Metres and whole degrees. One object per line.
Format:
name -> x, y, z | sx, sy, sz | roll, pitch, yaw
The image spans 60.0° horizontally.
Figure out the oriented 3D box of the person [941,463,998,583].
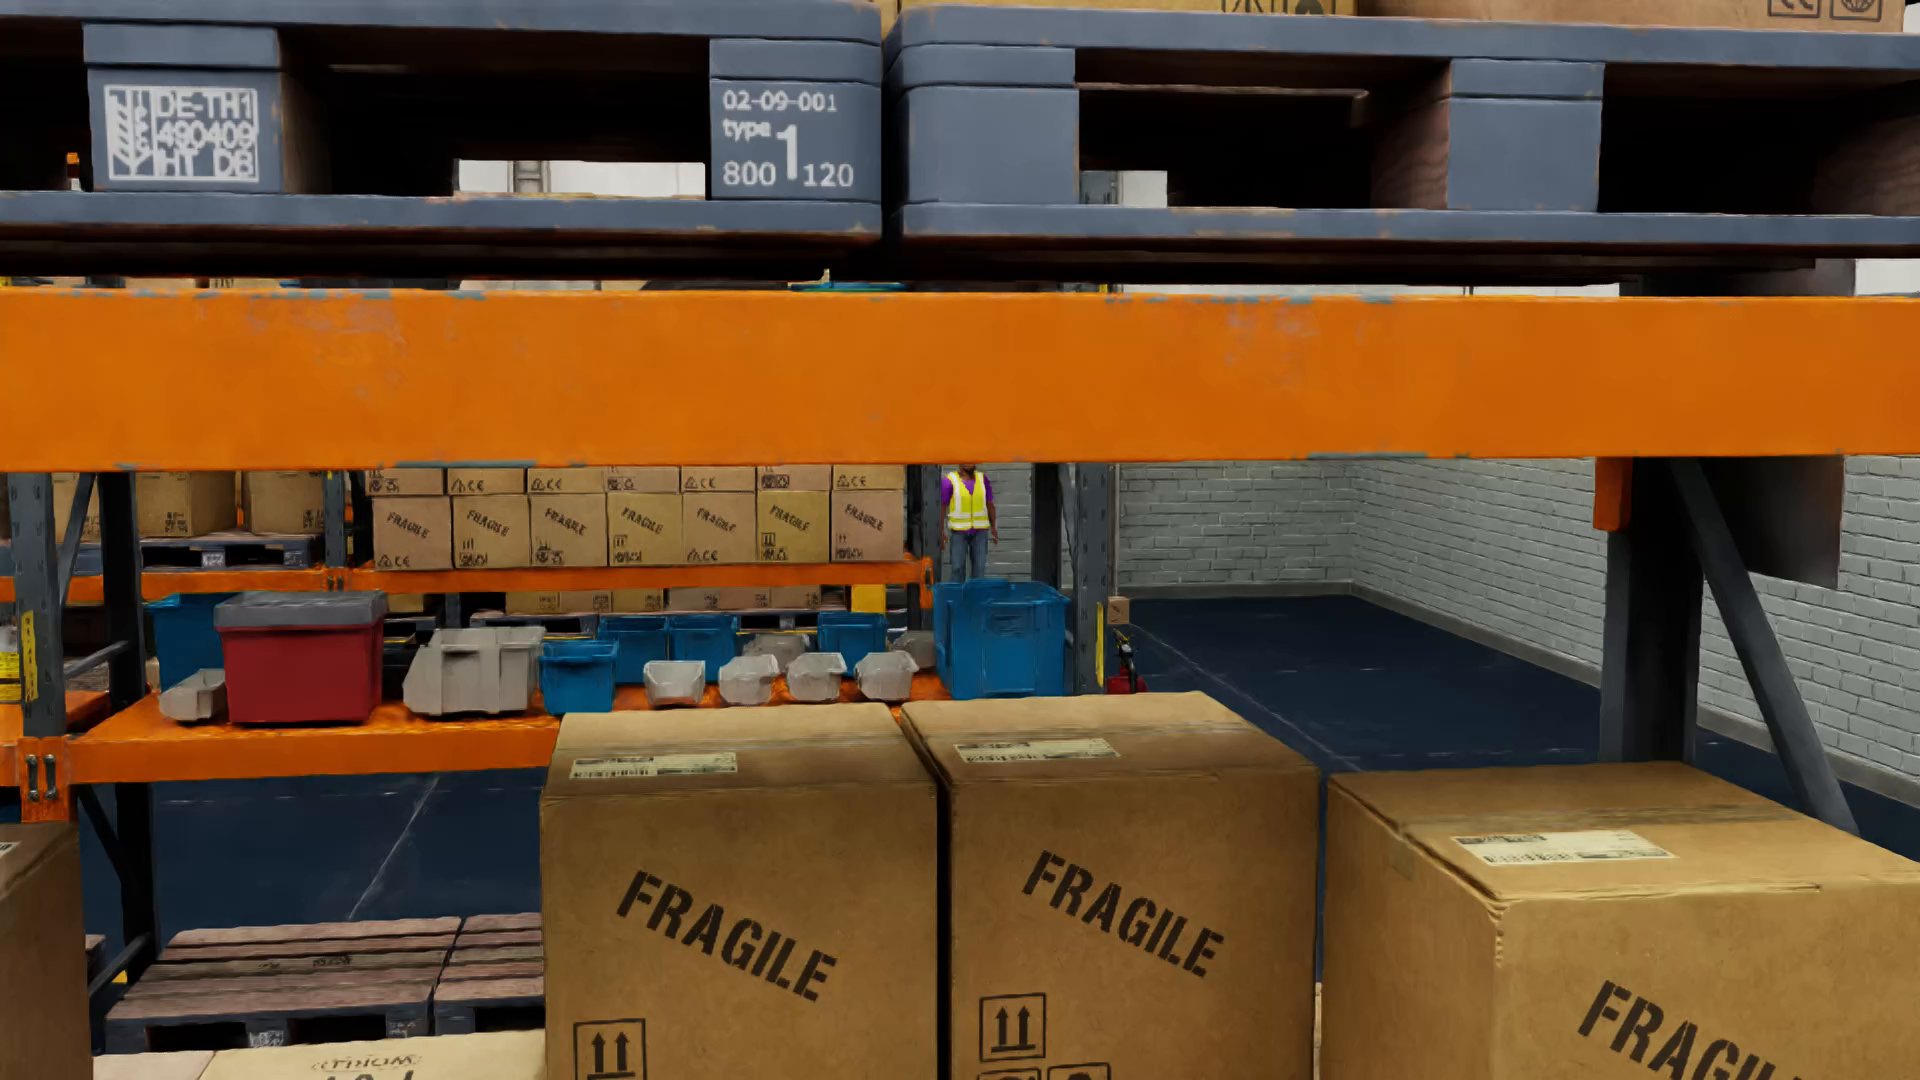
person -> 0.081, -0.096, 17.197 | 0.641, 1.774, 0.386 | -2, 7, -13
